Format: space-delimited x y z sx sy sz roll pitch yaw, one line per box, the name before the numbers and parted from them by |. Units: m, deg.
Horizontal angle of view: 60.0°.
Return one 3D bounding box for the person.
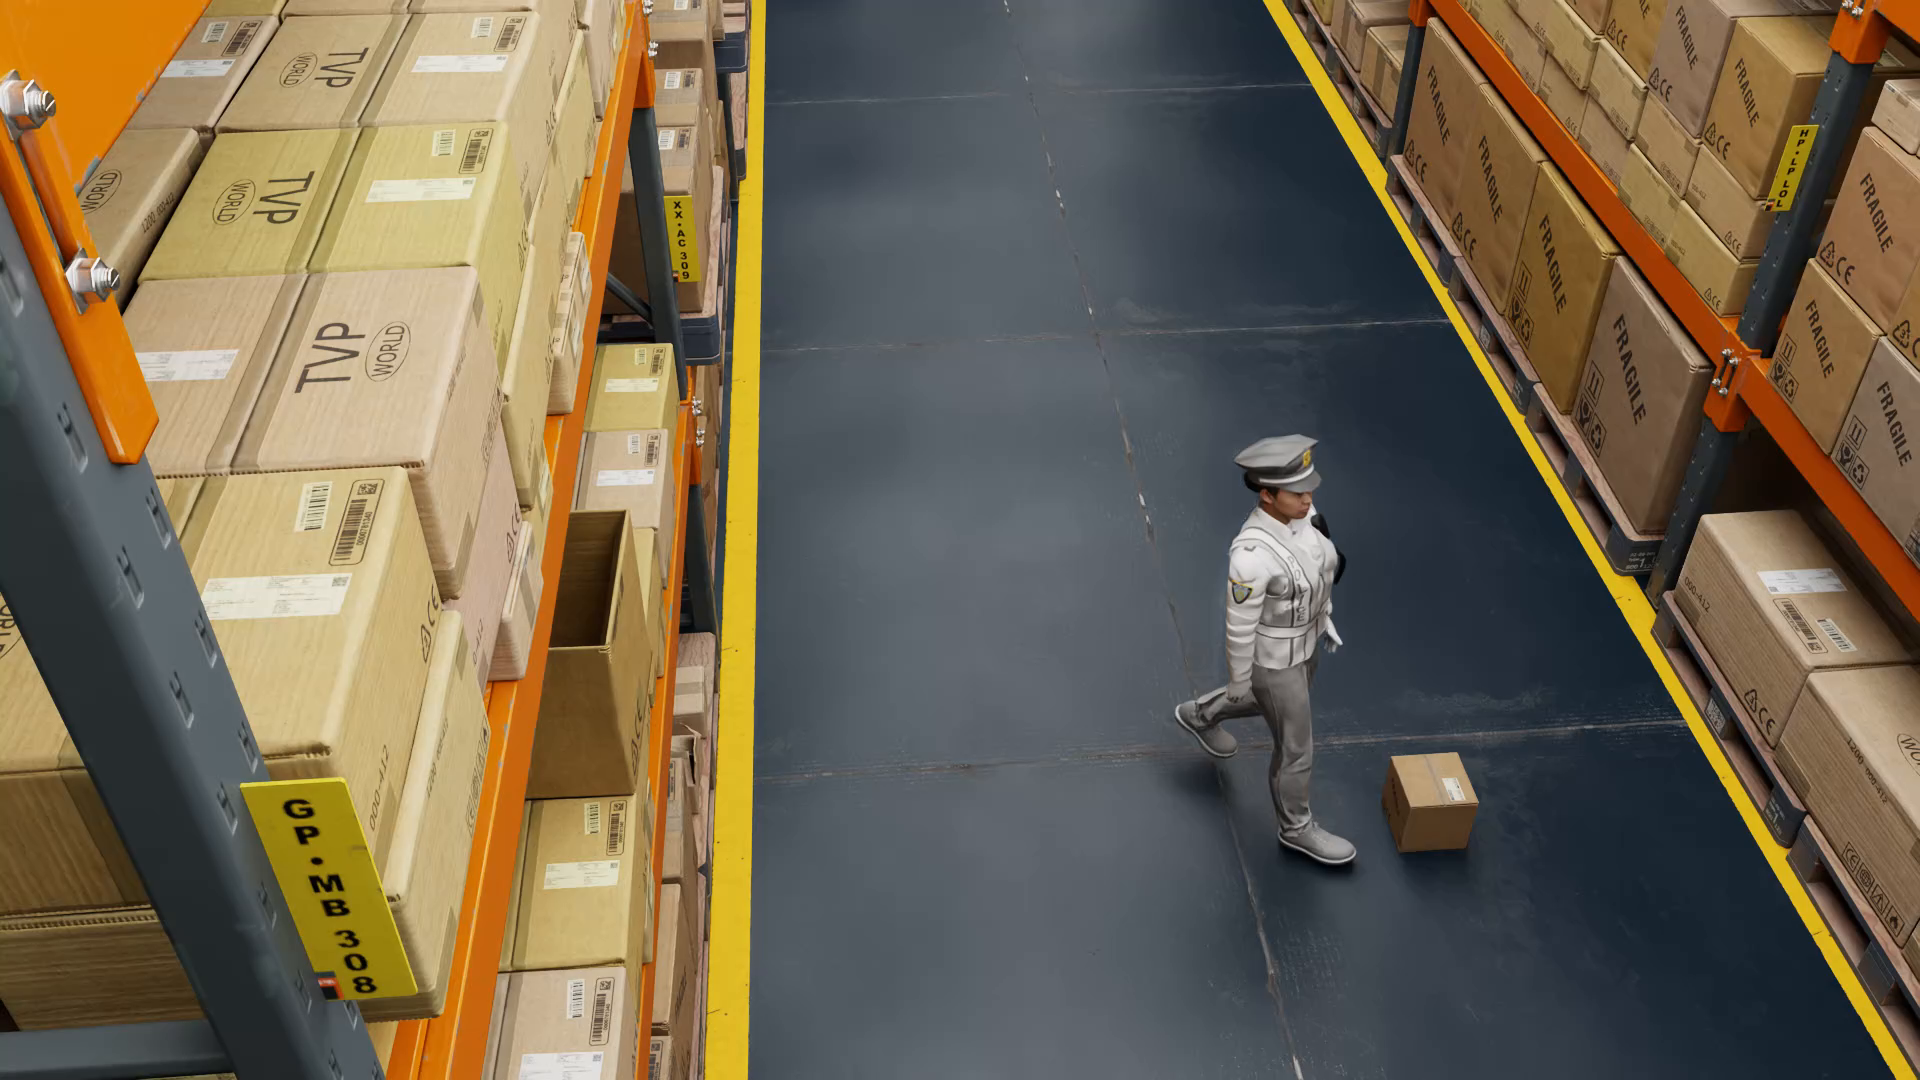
person | 1.117 0.341 5.702 0.806 1.659 0.384 18 43 21
